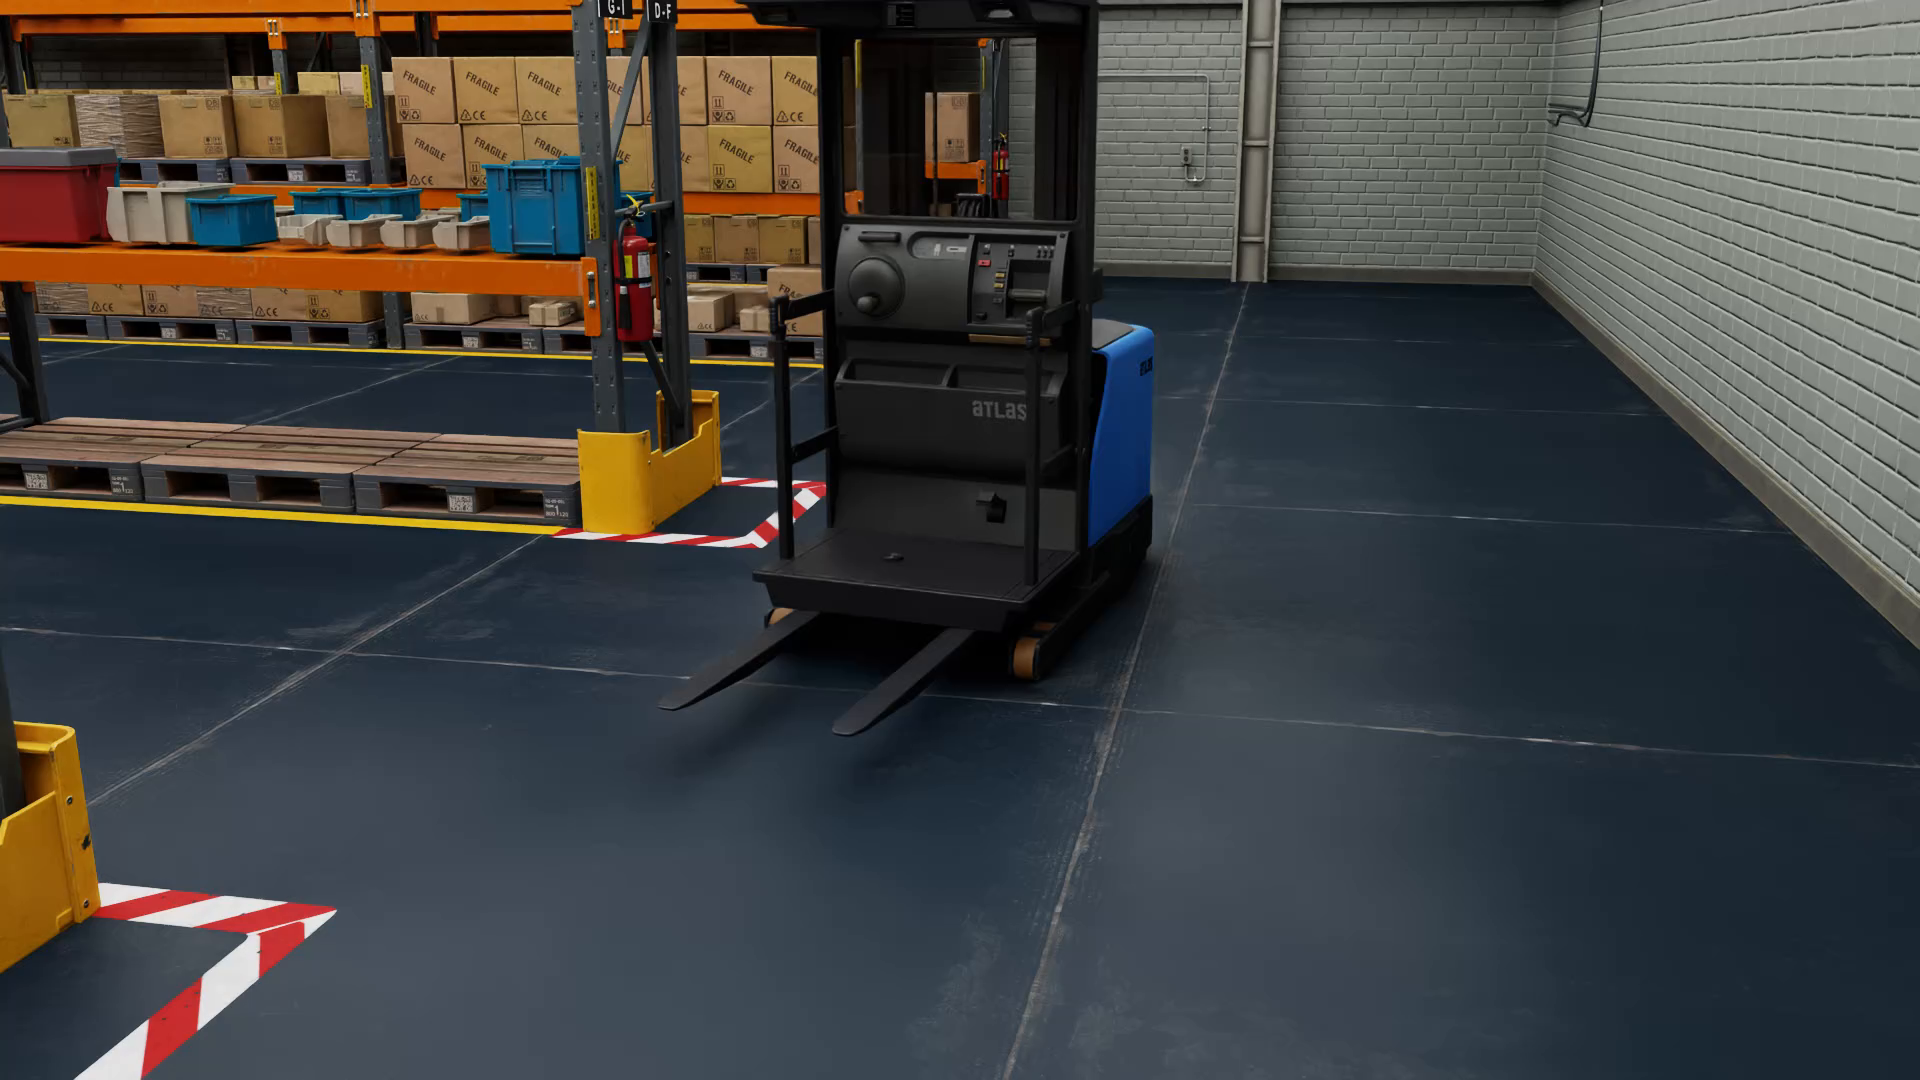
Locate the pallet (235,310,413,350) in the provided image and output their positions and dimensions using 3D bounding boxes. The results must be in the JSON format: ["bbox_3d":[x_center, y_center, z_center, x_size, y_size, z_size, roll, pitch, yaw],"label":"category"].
[{"bbox_3d":[-5.339,-1.824,14.180,1.213,0.211,1.003,3,16,11],"label":"pallet"}]

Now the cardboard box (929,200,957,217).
[{"bbox_3d":[-0.174,-3.584,17.994,0.250,0.149,0.380,3,16,11],"label":"cardboard box"}]

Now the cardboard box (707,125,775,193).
[{"bbox_3d":[-1.617,-2.949,12.831,0.500,0.500,0.500,3,16,12],"label":"cardboard box"}]

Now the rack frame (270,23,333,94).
[{"bbox_3d":[-7.470,-4.643,19.134,0.127,3.000,1.000,3,16,11],"label":"rack frame"}]

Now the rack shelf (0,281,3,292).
[{"bbox_3d":[-7.485,-1.598,9.490,4.000,0.370,1.077,3,16,11],"label":"rack shelf"}]

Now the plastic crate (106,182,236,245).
[{"bbox_3d":[-4.065,-1.681,8.551,0.530,0.282,0.437,3,16,11],"label":"plastic crate"}]

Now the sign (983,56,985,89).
[{"bbox_3d":[0.247,-4.748,16.902,0.005,0.325,0.100,3,16,11],"label":"sign"}]

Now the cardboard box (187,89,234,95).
[{"bbox_3d":[-8.486,-4.948,19.225,0.500,0.500,0.700,2,16,6],"label":"cardboard box"}]

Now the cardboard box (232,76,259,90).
[{"bbox_3d":[-8.133,-5.240,19.062,0.250,0.149,0.380,0,15,2],"label":"cardboard box"}]

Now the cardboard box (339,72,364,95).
[{"bbox_3d":[-6.550,-5.086,18.545,0.500,0.250,0.500,3,16,10],"label":"cardboard box"}]

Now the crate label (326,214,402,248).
[{"bbox_3d":[-2.999,-1.551,8.355,0.243,0.136,0.396,3,16,11],"label":"crate label"}]

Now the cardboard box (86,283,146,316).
[{"bbox_3d":[-7.060,-2.201,14.177,0.500,0.500,0.500,3,16,10],"label":"cardboard box"}]

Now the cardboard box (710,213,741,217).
[{"bbox_3d":[-2.539,-3.608,18.079,0.250,0.149,0.380,4,16,13],"label":"cardboard box"}]

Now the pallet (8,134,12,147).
[{"bbox_3d":[-10.670,-4.685,19.644,1.213,0.211,1.003,3,16,11],"label":"pallet"}]

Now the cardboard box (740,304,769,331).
[{"bbox_3d":[-1.575,-1.778,13.273,0.250,0.166,0.380,3,16,11],"label":"cardboard box"}]

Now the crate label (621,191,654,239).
[{"bbox_3d":[-1.781,-1.673,8.615,0.303,0.233,0.416,3,16,11],"label":"crate label"}]

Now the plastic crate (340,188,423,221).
[{"bbox_3d":[-3.072,-1.743,8.868,0.300,0.233,0.416,3,16,11],"label":"plastic crate"}]

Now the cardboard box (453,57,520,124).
[{"bbox_3d":[-3.623,-3.538,13.086,0.500,0.500,0.500,3,16,9],"label":"cardboard box"}]

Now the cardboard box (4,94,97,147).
[{"bbox_3d":[-7.814,-3.593,14.372,0.500,0.500,0.700,-2,16,-8],"label":"cardboard box"}]

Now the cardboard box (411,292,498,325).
[{"bbox_3d":[-4.166,-1.971,13.703,0.500,0.311,0.500,3,16,11],"label":"cardboard box"}]

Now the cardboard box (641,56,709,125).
[{"bbox_3d":[-2.110,-3.456,12.790,0.500,0.500,0.500,4,16,13],"label":"cardboard box"}]

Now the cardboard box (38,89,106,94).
[{"bbox_3d":[-10.352,-5.048,19.586,0.500,0.500,0.700,5,16,17],"label":"cardboard box"}]

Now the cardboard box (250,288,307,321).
[{"bbox_3d":[-5.558,-2.121,13.889,0.500,0.500,0.500,3,16,11],"label":"cardboard box"}]

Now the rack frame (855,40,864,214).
[{"bbox_3d":[-0.614,-2.921,12.919,0.127,3.000,1.000,3,16,11],"label":"rack frame"}]

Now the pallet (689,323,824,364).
[{"bbox_3d":[-1.470,-1.624,13.458,1.213,0.211,1.003,3,16,11],"label":"pallet"}]

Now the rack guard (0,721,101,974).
[{"bbox_3d":[-2.569,0.876,3.894,0.348,0.500,1.175,3,16,11],"label":"rack guard"}]

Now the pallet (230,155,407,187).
[{"bbox_3d":[-5.295,-3.113,13.970,1.213,0.211,1.003,3,16,11],"label":"pallet"}]

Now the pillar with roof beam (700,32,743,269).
[{"bbox_3d":[-3.550,-6.384,14.182,0.400,9.000,9.100,3,16,11],"label":"pillar with roof beam"}]

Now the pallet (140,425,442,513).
[{"bbox_3d":[-3.597,-0.401,9.046,1.213,0.211,1.003,3,16,11],"label":"pallet"}]

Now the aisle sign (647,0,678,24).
[{"bbox_3d":[-1.475,-2.952,8.162,0.004,0.787,0.394,3,16,11],"label":"aisle sign"}]

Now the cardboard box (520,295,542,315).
[{"bbox_3d":[-3.540,-2.012,14.152,0.250,0.149,0.380,3,16,11],"label":"cardboard box"}]

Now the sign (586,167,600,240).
[{"bbox_3d":[-1.699,-1.560,7.698,0.005,0.325,0.100,3,16,11],"label":"sign"}]

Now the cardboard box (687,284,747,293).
[{"bbox_3d":[-2.071,-1.965,13.792,0.500,0.250,0.500,3,16,11],"label":"cardboard box"}]

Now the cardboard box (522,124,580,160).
[{"bbox_3d":[-3.097,-3.030,13.125,0.500,0.500,0.500,3,16,11],"label":"cardboard box"}]

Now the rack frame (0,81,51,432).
[{"bbox_3d":[-5.525,-1.839,9.010,0.127,3.000,1.000,3,16,11],"label":"rack frame"}]

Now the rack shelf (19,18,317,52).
[{"bbox_3d":[-9.430,-5.848,19.214,4.000,0.370,1.077,3,16,11],"label":"rack shelf"}]

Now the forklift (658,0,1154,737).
[{"bbox_3d":[-0.111,-1.017,6.173,1.130,2.935,3.031,6,16,20],"label":"forklift"}]

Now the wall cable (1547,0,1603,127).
[{"bbox_3d":[5.840,-5.218,15.788,0.112,2.526,3.097,3,16,11],"label":"wall cable"}]

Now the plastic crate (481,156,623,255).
[{"bbox_3d":[-1.970,-1.641,8.117,0.499,0.435,0.616,3,16,11],"label":"plastic crate"}]

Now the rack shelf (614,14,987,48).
[{"bbox_3d":[-1.591,-5.423,17.678,4.000,0.370,1.077,3,16,11],"label":"rack shelf"}]

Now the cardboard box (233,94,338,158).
[{"bbox_3d":[-5.640,-3.488,13.992,0.500,0.500,0.700,6,16,20],"label":"cardboard box"}]

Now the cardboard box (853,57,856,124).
[{"bbox_3d":[-0.997,-3.544,13.107,0.500,0.500,0.500,4,16,13],"label":"cardboard box"}]

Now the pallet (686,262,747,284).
[{"bbox_3d":[-2.821,-3.025,18.519,1.213,0.211,1.003,3,16,11],"label":"pallet"}]

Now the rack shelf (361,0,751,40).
[{"bbox_3d":[-2.574,-4.127,12.999,4.000,0.370,1.077,3,16,11],"label":"rack shelf"}]

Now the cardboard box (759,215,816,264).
[{"bbox_3d":[-1.844,-3.306,18.203,0.500,0.500,0.700,3,16,12],"label":"cardboard box"}]

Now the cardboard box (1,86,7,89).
[{"bbox_3d":[-11.809,-5.234,20.107,0.500,0.500,0.500,3,16,10],"label":"cardboard box"}]
